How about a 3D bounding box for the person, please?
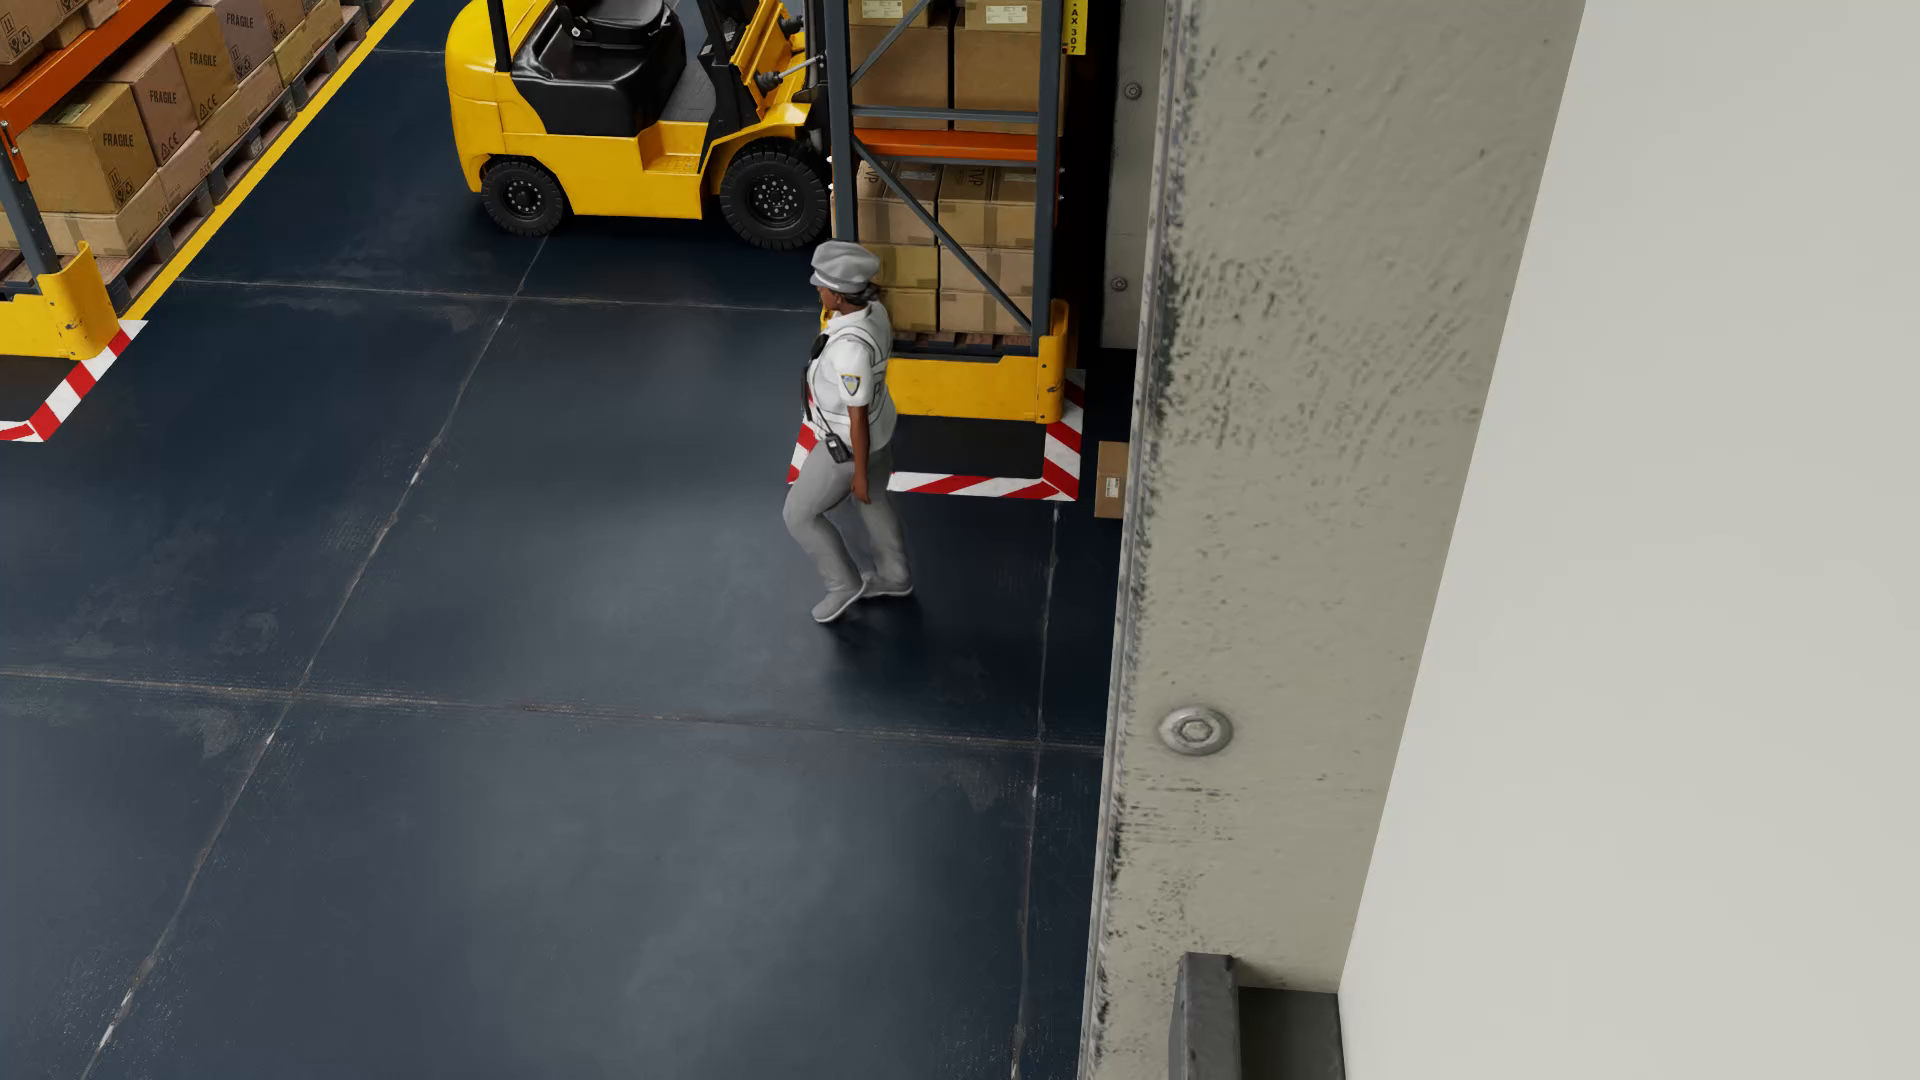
[{"bbox_3d":[-0.447,-0.390,6.611,0.489,1.704,0.481,7,41,8],"label":"person"}]
